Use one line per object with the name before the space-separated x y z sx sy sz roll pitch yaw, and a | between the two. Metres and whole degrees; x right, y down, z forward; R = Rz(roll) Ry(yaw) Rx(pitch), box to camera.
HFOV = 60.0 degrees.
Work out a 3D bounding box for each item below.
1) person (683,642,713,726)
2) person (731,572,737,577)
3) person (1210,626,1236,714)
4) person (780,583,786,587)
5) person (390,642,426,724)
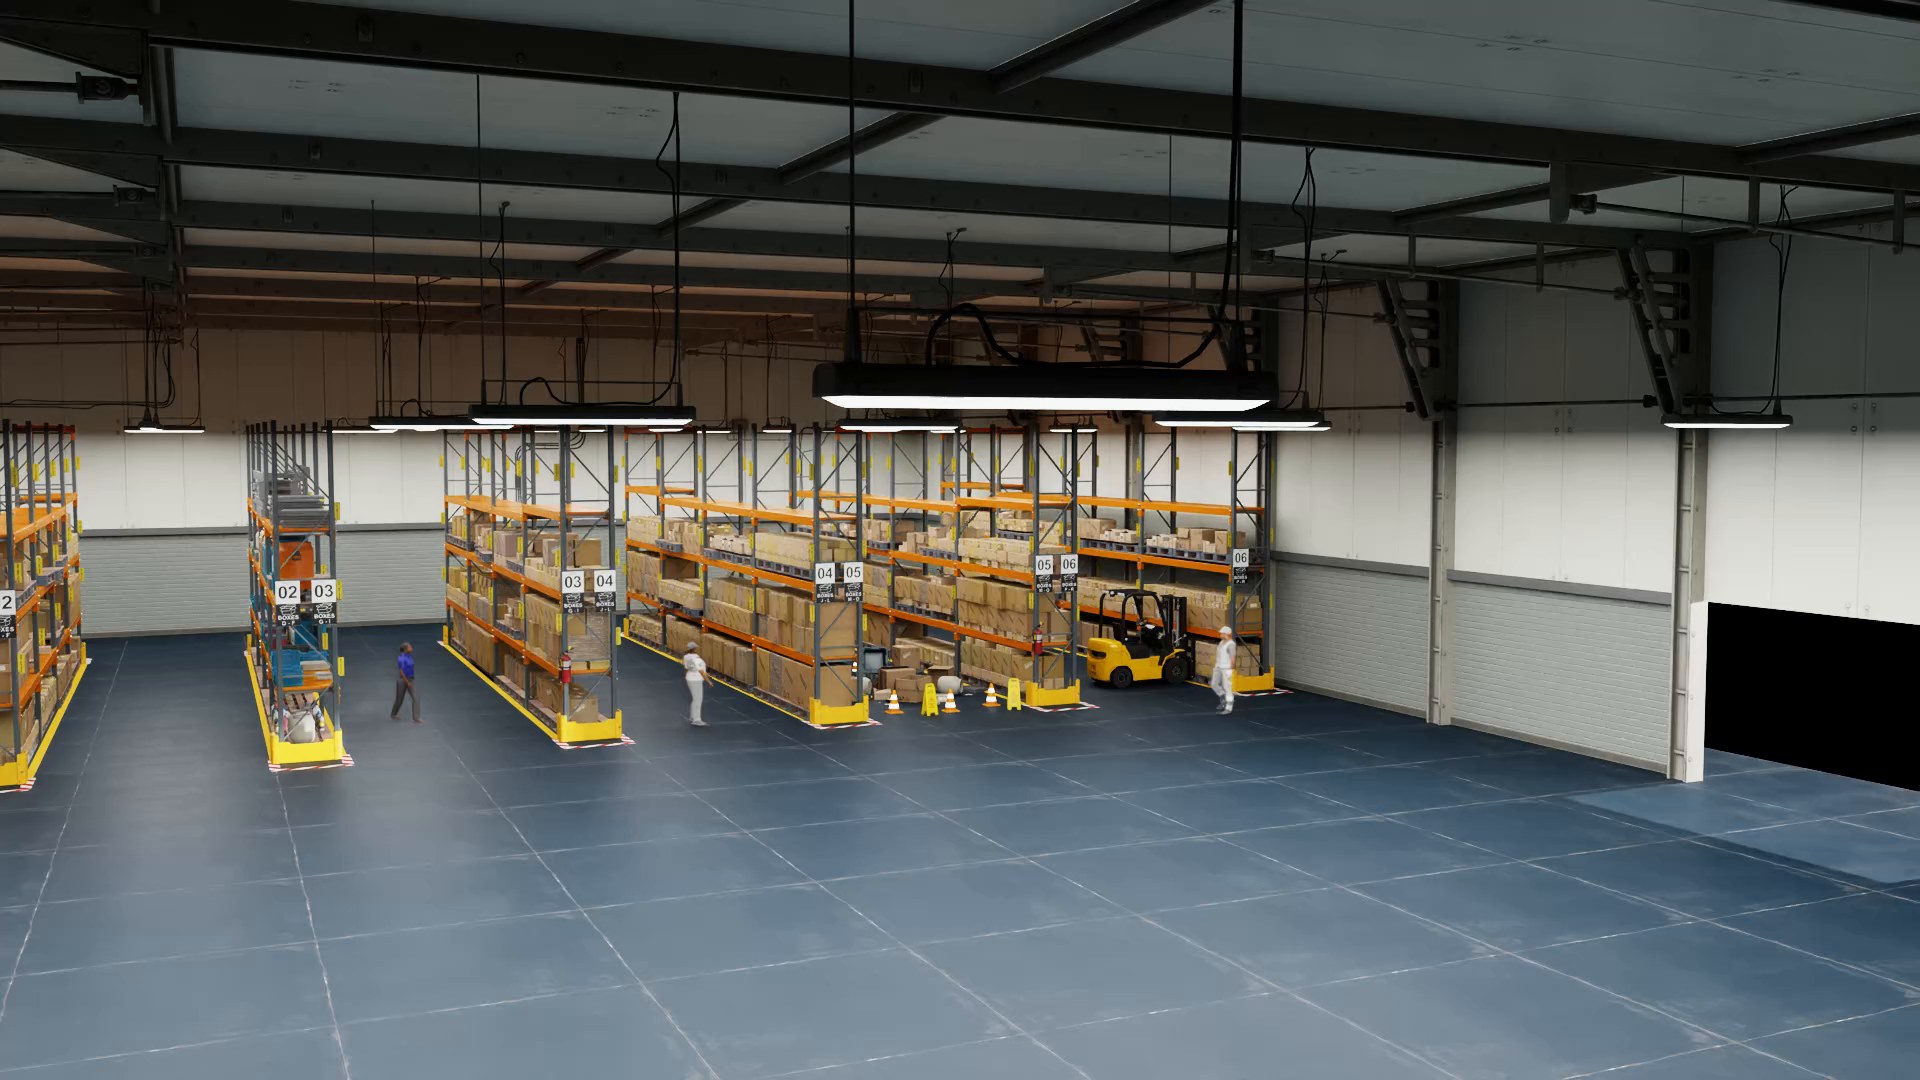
person | -5.200 2.860 33.011 0.560 1.708 0.551 -1 4 -16
person | -6.916 1.760 50.757 0.416 1.556 0.889 -1 4 -21
person | 5.460 2.670 34.364 0.489 1.789 0.632 -2 4 -31
person | -4.797 2.056 44.664 0.516 1.809 0.652 -2 4 -30
person | -11.035 2.841 33.139 0.938 1.609 0.401 3 5 40
